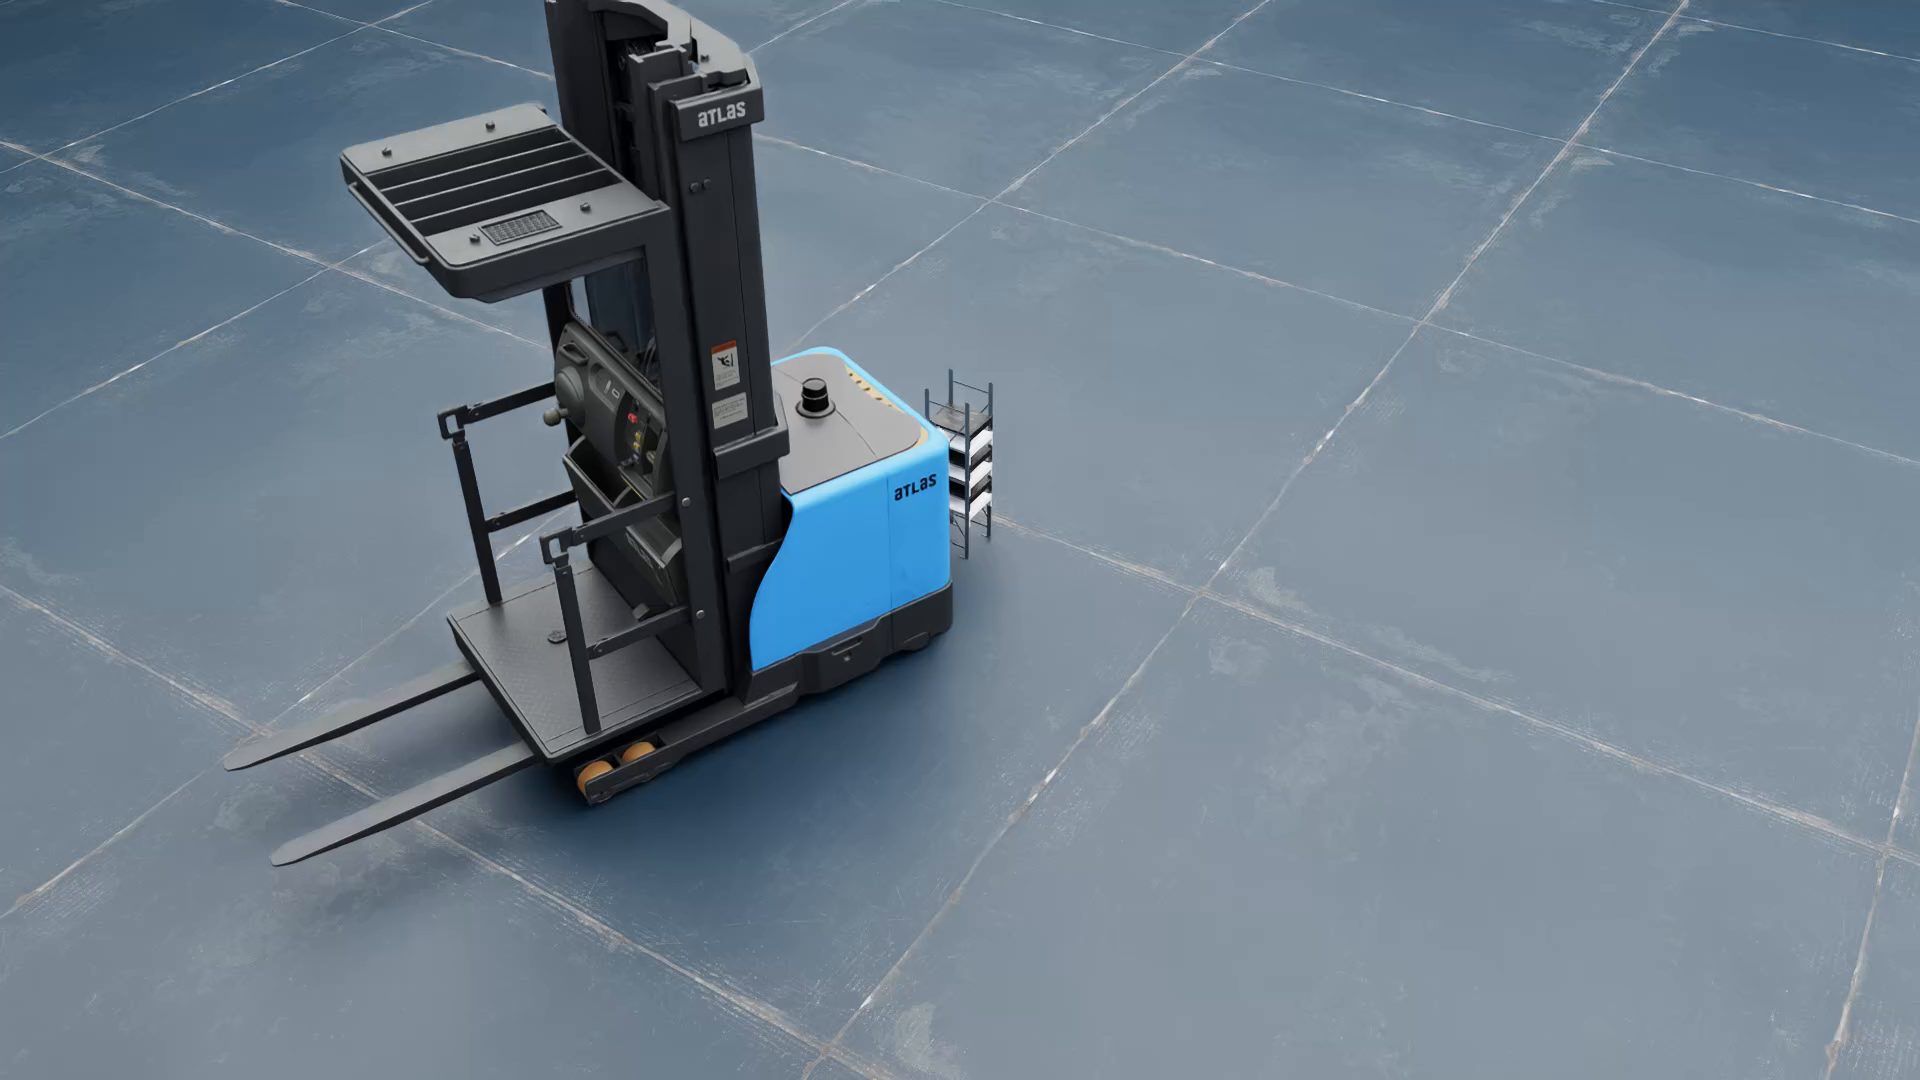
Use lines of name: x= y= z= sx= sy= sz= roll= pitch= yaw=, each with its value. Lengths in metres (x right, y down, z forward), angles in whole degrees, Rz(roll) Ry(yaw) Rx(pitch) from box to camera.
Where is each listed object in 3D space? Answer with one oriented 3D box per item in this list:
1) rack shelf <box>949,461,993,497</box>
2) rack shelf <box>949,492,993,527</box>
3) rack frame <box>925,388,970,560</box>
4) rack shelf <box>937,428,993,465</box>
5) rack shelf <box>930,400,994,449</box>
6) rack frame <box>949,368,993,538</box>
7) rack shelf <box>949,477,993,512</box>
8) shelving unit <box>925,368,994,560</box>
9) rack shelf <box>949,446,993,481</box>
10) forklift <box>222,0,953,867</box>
rack shelf: x=-0.004 y=-0.326 z=7.930 sx=0.258 sy=0.077 sz=0.200 roll=21 pitch=42 yaw=25
rack shelf: x=-0.004 y=-0.183 z=8.040 sx=0.258 sy=0.077 sz=0.200 roll=21 pitch=42 yaw=25
rack frame: x=-0.059 y=-0.300 z=7.841 sx=0.240 sy=0.900 sz=0.006 roll=21 pitch=42 yaw=25
rack shelf: x=-0.004 y=-0.468 z=7.820 sx=0.258 sy=0.077 sz=0.200 roll=21 pitch=42 yaw=25
rack shelf: x=-0.004 y=-0.540 z=7.765 sx=0.258 sy=0.077 sz=0.200 roll=21 pitch=42 yaw=25
rack frame: x=0.050 y=-0.405 z=7.977 sx=0.240 sy=0.900 sz=0.006 roll=21 pitch=42 yaw=25
rack shelf: x=-0.004 y=-0.255 z=7.985 sx=0.258 sy=0.077 sz=0.200 roll=21 pitch=42 yaw=25
shelving unit: x=-0.004 y=-0.352 z=7.909 sx=0.258 sy=0.900 sz=0.210 roll=21 pitch=42 yaw=25
rack shelf: x=-0.004 y=-0.397 z=7.875 sx=0.258 sy=0.077 sz=0.200 roll=21 pitch=42 yaw=25
forklift: x=-1.530 y=-0.458 z=6.383 sx=3.031 sy=2.935 sz=1.130 roll=-23 pitch=43 yaw=-27
